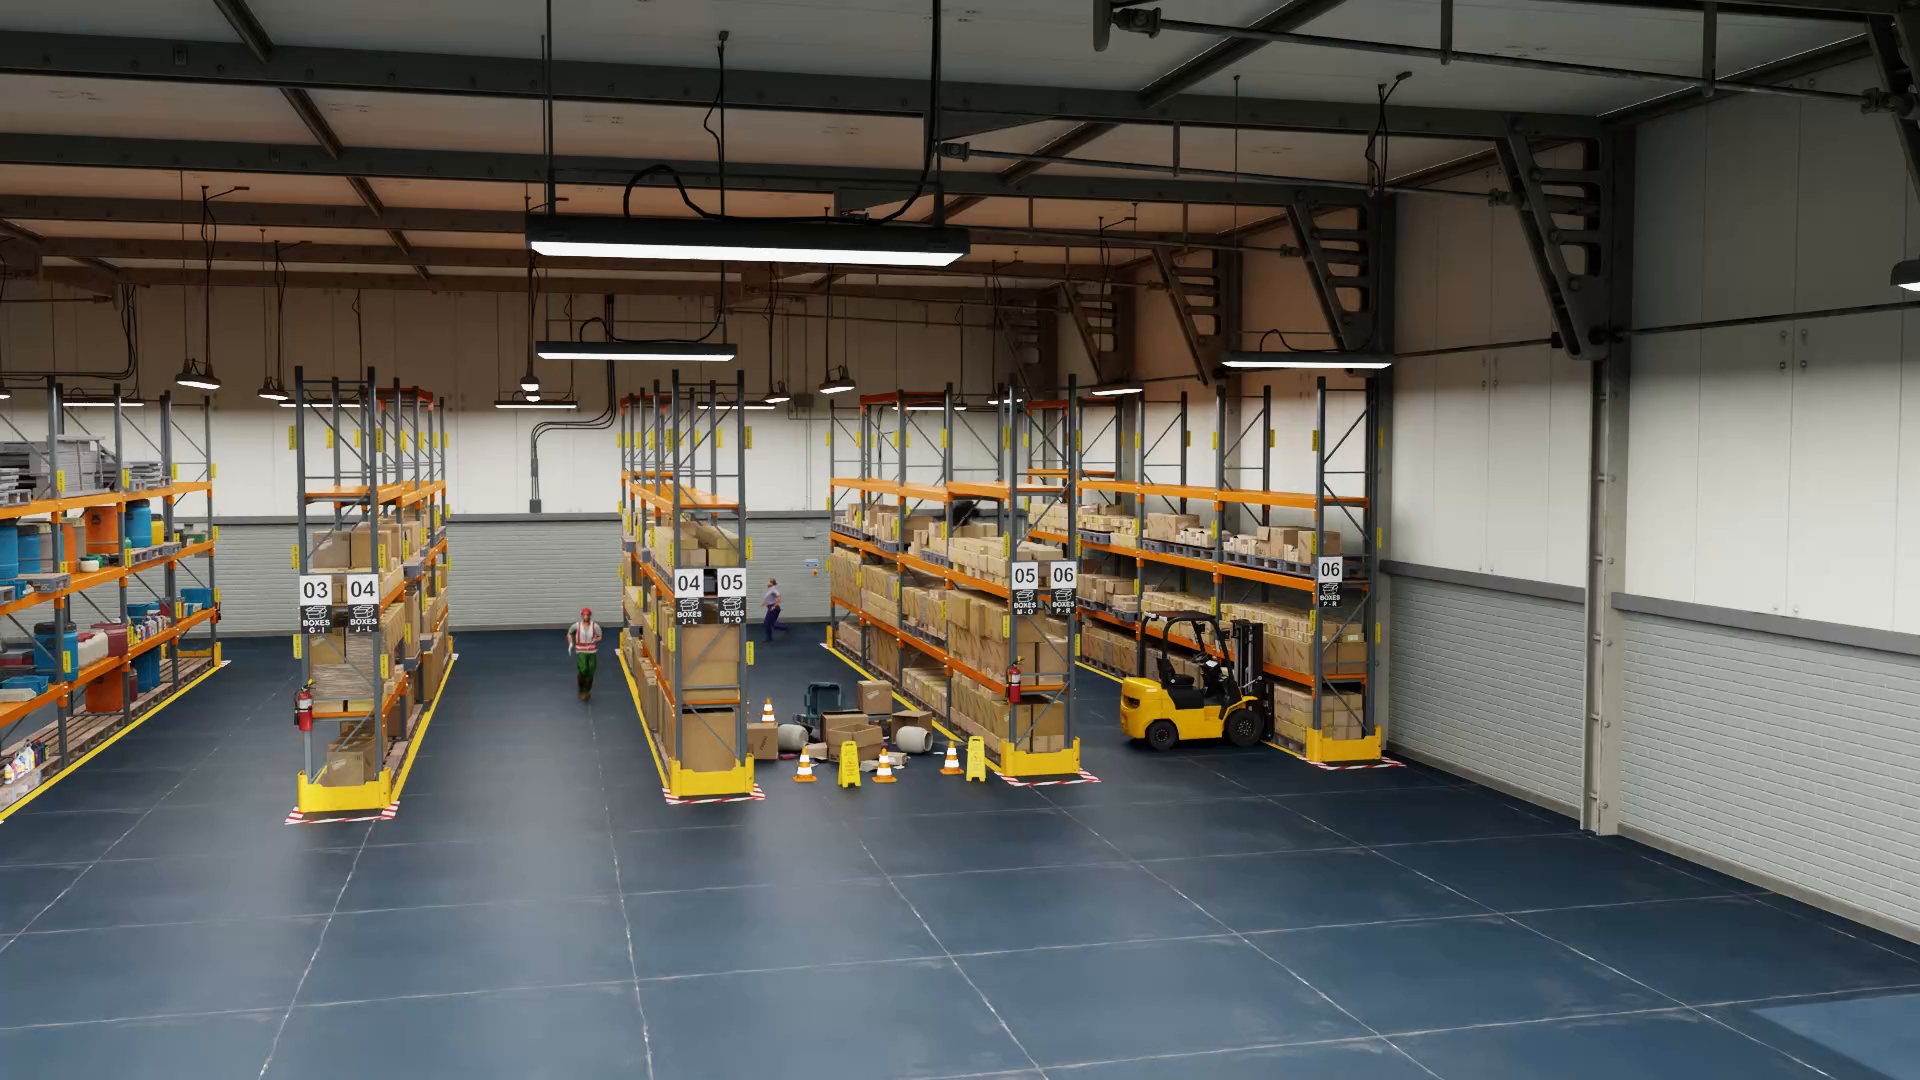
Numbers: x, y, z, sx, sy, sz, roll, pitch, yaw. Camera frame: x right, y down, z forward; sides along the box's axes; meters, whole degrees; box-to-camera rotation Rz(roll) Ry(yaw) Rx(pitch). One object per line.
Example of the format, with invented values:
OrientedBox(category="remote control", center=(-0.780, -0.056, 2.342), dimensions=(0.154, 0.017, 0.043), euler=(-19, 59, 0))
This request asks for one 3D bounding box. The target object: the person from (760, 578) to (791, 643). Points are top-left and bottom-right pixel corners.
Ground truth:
OrientedBox(category="person", center=(-4.557, 1.745, 41.336), dimensions=(0.761, 1.620, 0.613), euler=(-1, 3, -13))

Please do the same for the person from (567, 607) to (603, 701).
OrientedBox(category="person", center=(-7.199, 2.197, 32.027), dimensions=(0.641, 1.792, 0.709), euler=(-1, 4, -22))
